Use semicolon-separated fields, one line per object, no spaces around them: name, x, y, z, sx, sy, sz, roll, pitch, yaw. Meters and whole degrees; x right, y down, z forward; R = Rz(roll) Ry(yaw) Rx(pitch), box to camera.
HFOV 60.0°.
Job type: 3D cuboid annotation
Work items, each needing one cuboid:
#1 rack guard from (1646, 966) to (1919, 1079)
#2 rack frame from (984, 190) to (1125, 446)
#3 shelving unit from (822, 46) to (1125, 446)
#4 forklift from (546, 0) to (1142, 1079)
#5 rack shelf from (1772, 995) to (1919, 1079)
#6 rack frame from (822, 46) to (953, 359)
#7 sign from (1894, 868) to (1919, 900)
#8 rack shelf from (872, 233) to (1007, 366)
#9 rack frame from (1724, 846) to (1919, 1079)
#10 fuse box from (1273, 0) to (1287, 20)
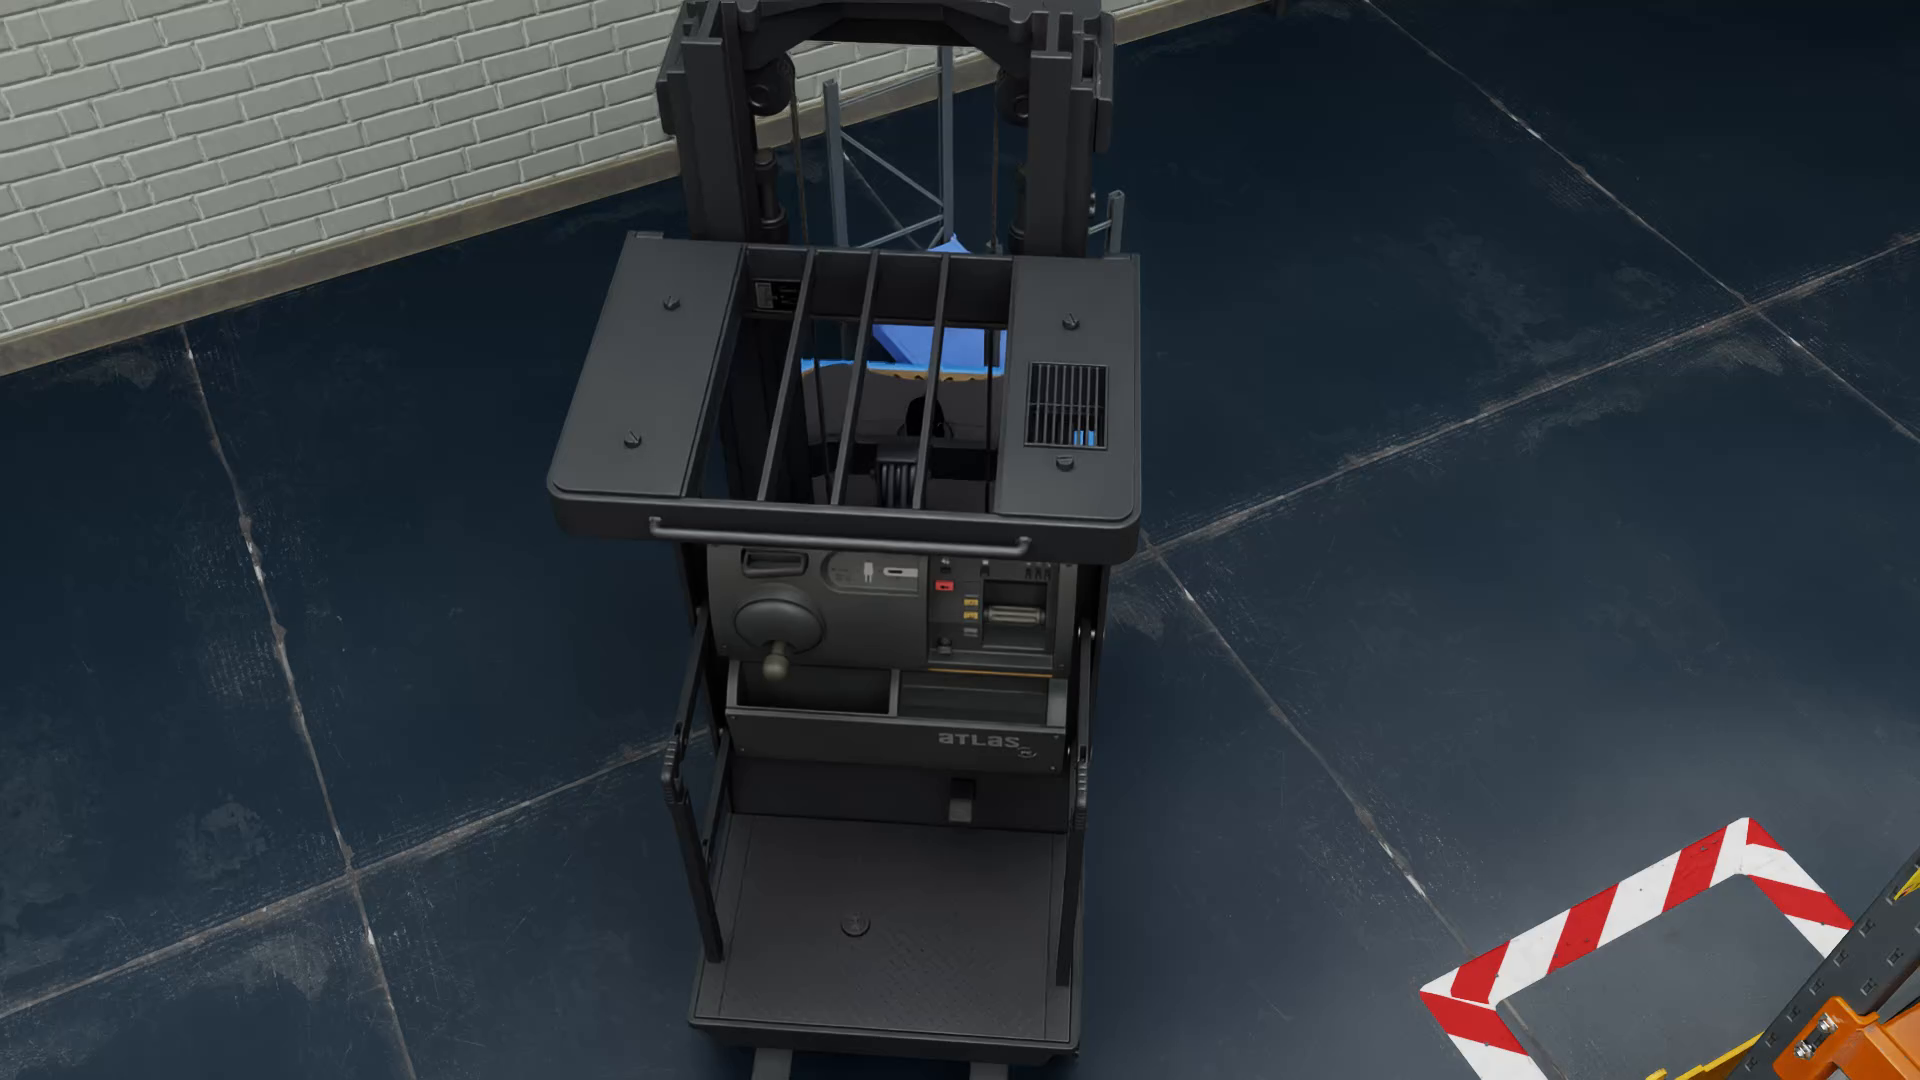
rack guard;2.346;1.507;4.600;1.175;0.500;0.348;-21;52;-18
rack frame;0.297;-0.496;5.688;0.500;1.500;0.032;-25;54;-21
shelving unit;0.026;-0.820;5.971;0.538;1.500;1.048;-25;54;-21
forklift;-0.185;0.280;4.058;1.130;2.935;3.031;3;49;3
rack shelf;3.272;2.275;2.745;1.077;0.370;4.000;-21;52;-18
rack frame;-0.245;-1.143;6.254;0.500;1.500;0.032;-25;54;-21
sign;1.860;0.576;3.126;0.100;0.325;0.005;-21;52;-18
rack shelf;0.026;-0.701;6.106;0.538;0.185;1.000;-25;54;-21
rack frame;2.356;0.700;3.645;1.000;3.000;0.127;-21;52;-18
fuse box;1.690;-3.268;7.971;0.539;1.711;0.414;-21;52;-18
